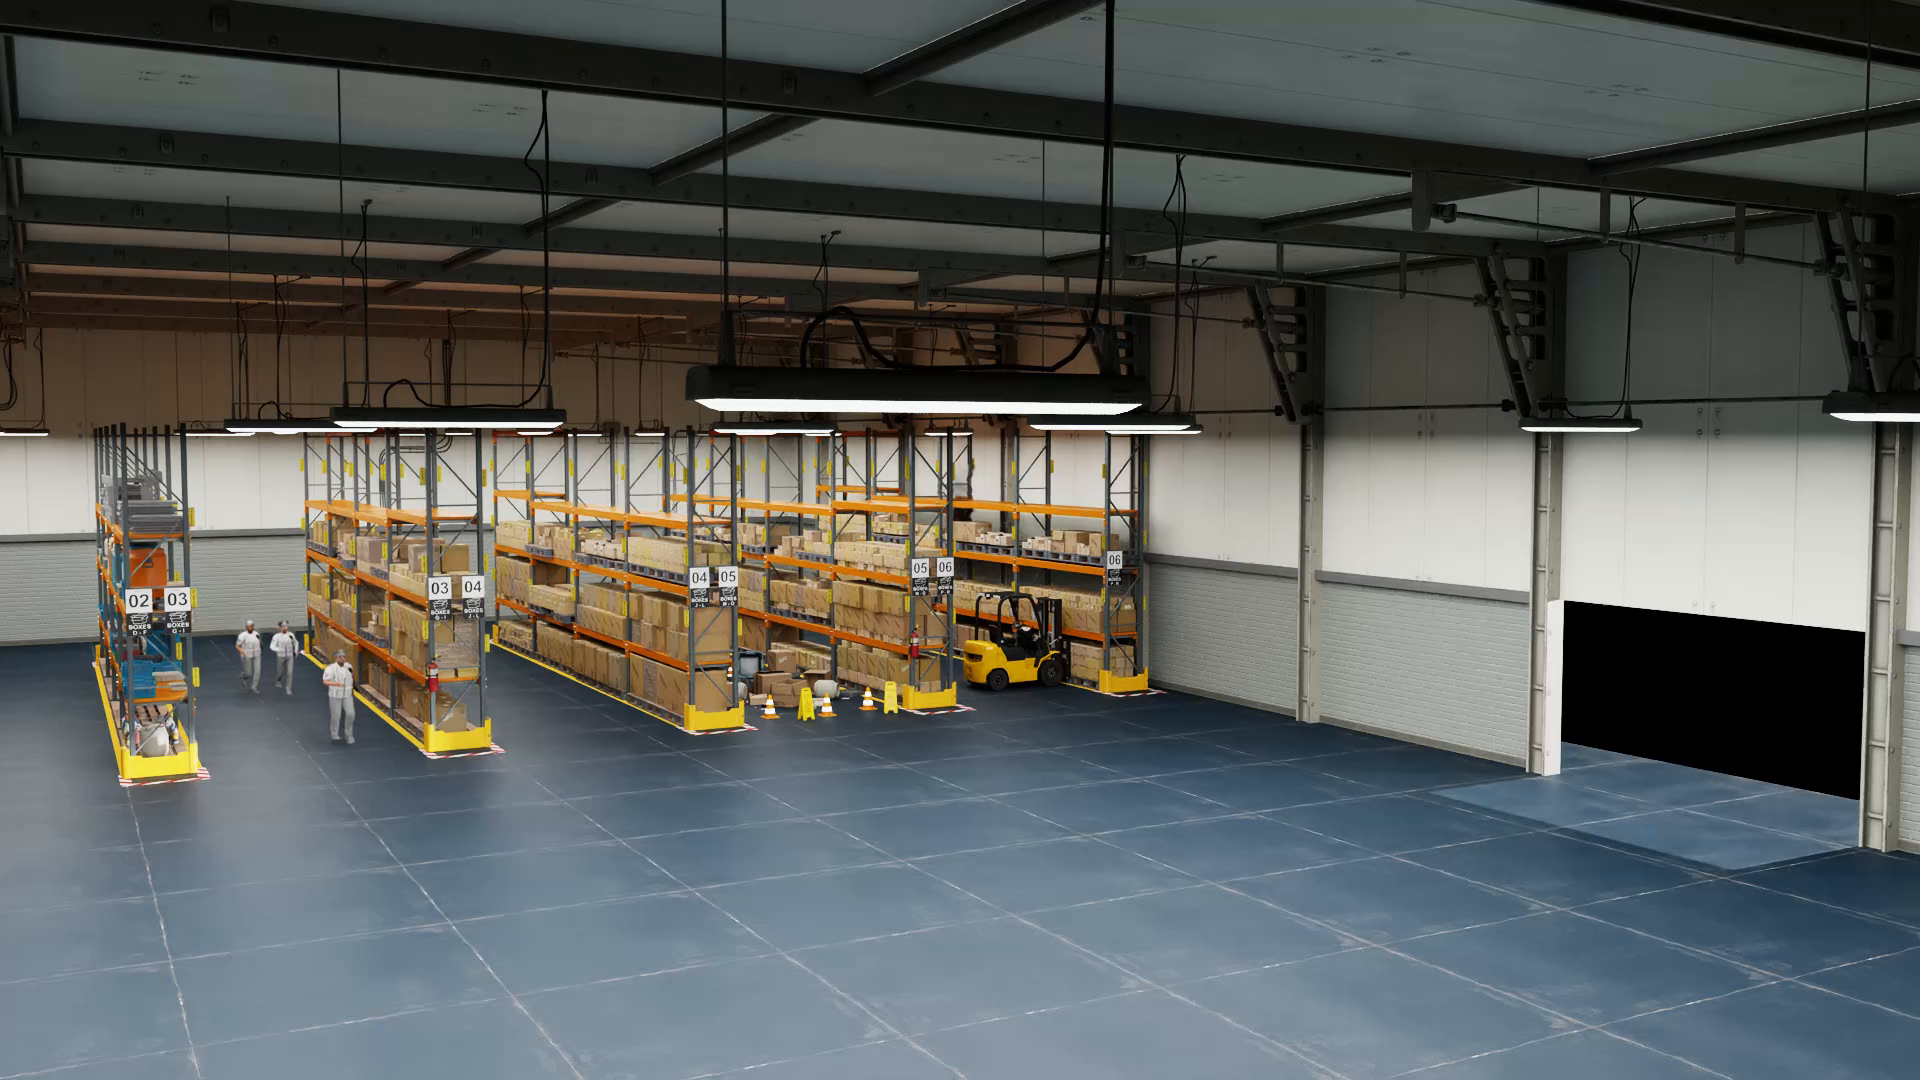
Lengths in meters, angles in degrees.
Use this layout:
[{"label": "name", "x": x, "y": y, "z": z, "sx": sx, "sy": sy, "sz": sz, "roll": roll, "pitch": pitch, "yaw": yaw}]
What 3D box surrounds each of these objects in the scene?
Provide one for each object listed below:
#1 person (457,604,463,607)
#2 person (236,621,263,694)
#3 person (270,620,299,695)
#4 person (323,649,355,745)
[{"label": "person", "x": -14.025, "y": 2.167, "z": 45.866, "sx": 0.717, "sy": 1.568, "sz": 0.525, "roll": -1, "pitch": 4, "yaw": -17}, {"label": "person", "x": -16.055, "y": 2.641, "z": 37.622, "sx": 0.607, "sy": 1.638, "sz": 0.685, "roll": -3, "pitch": 5, "yaw": -44}, {"label": "person", "x": -15.158, "y": 2.628, "z": 37.364, "sx": 0.626, "sy": 1.660, "sz": 0.785, "roll": -2, "pitch": 4, "yaw": -31}, {"label": "person", "x": -11.668, "y": 2.962, "z": 31.277, "sx": 0.622, "sy": 1.846, "sz": 0.781, "roll": -3, "pitch": 4, "yaw": -38}]
